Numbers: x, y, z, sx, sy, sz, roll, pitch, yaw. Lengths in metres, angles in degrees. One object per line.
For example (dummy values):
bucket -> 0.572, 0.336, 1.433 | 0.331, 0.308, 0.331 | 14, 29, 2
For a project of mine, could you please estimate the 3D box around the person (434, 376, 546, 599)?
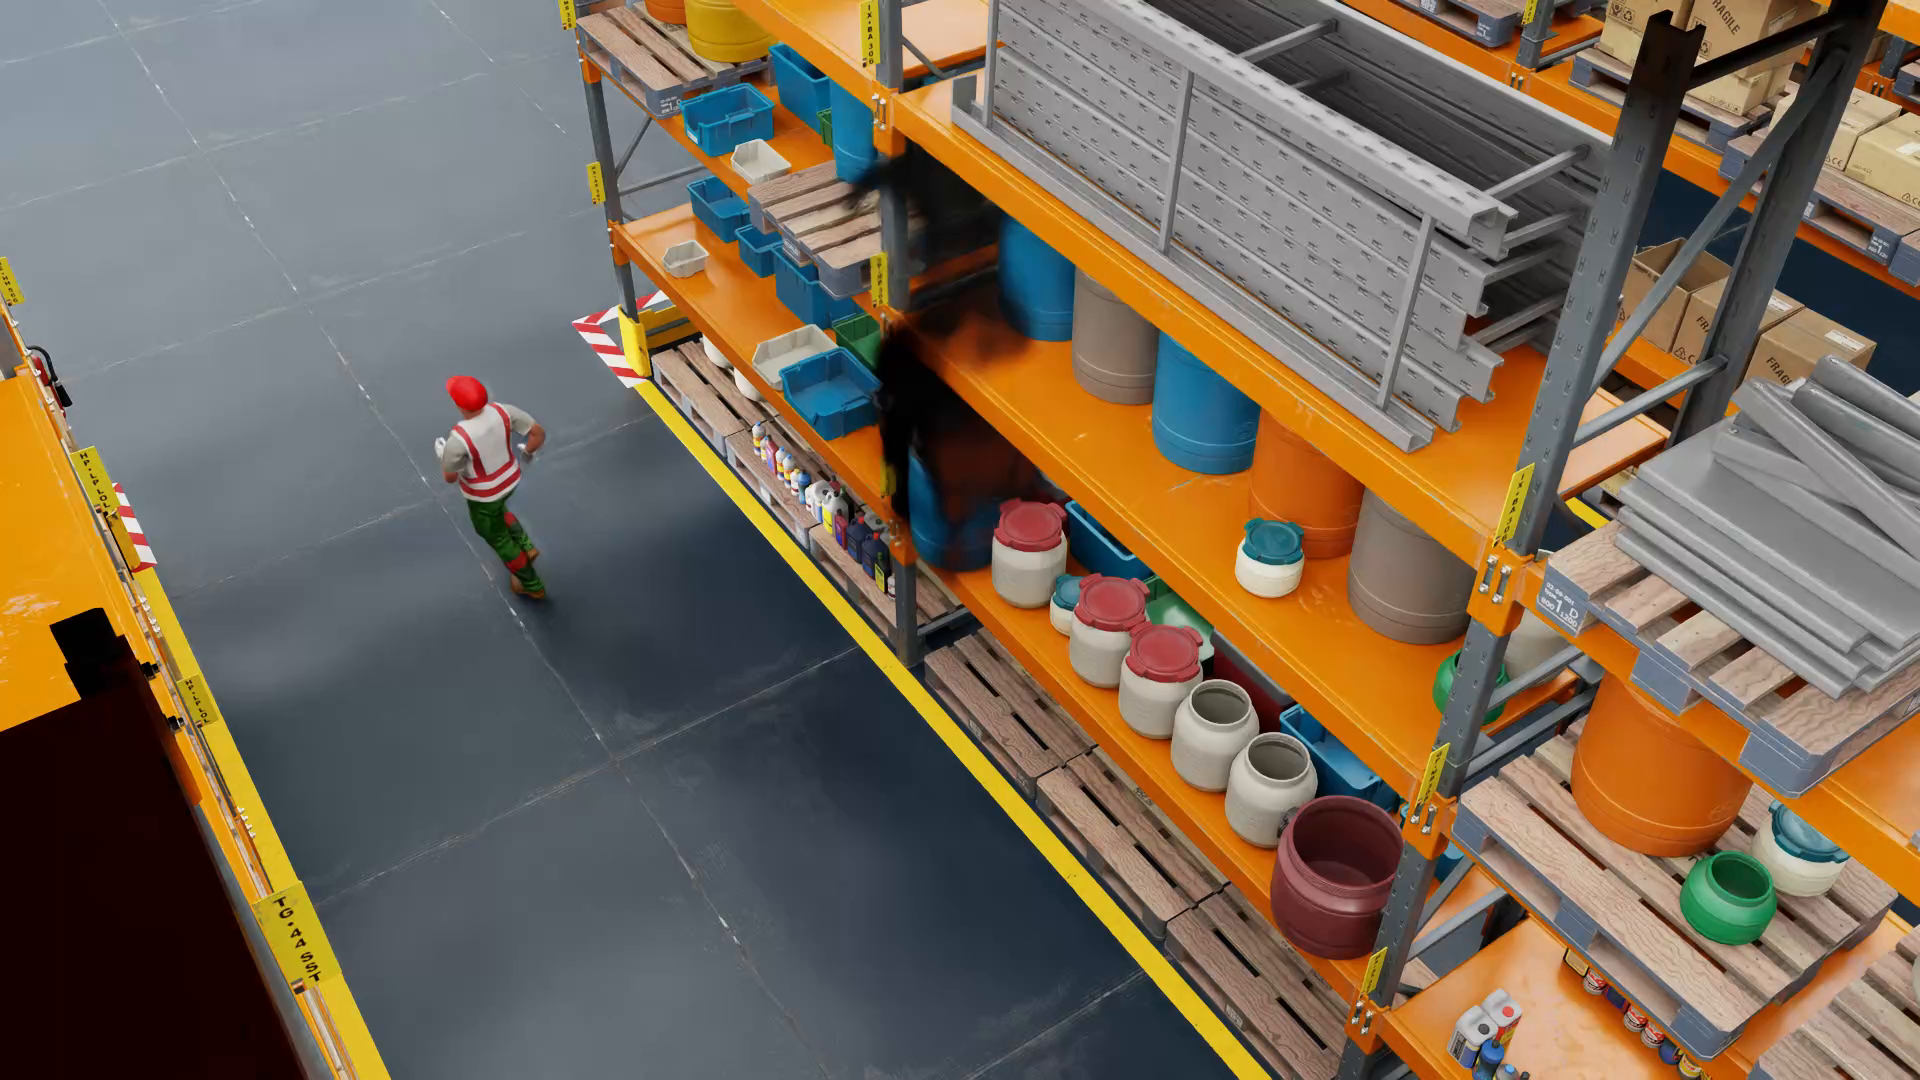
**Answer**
person -> -3.085, -0.384, 10.855 | 0.665, 1.751, 0.647 | 22, 47, 22
